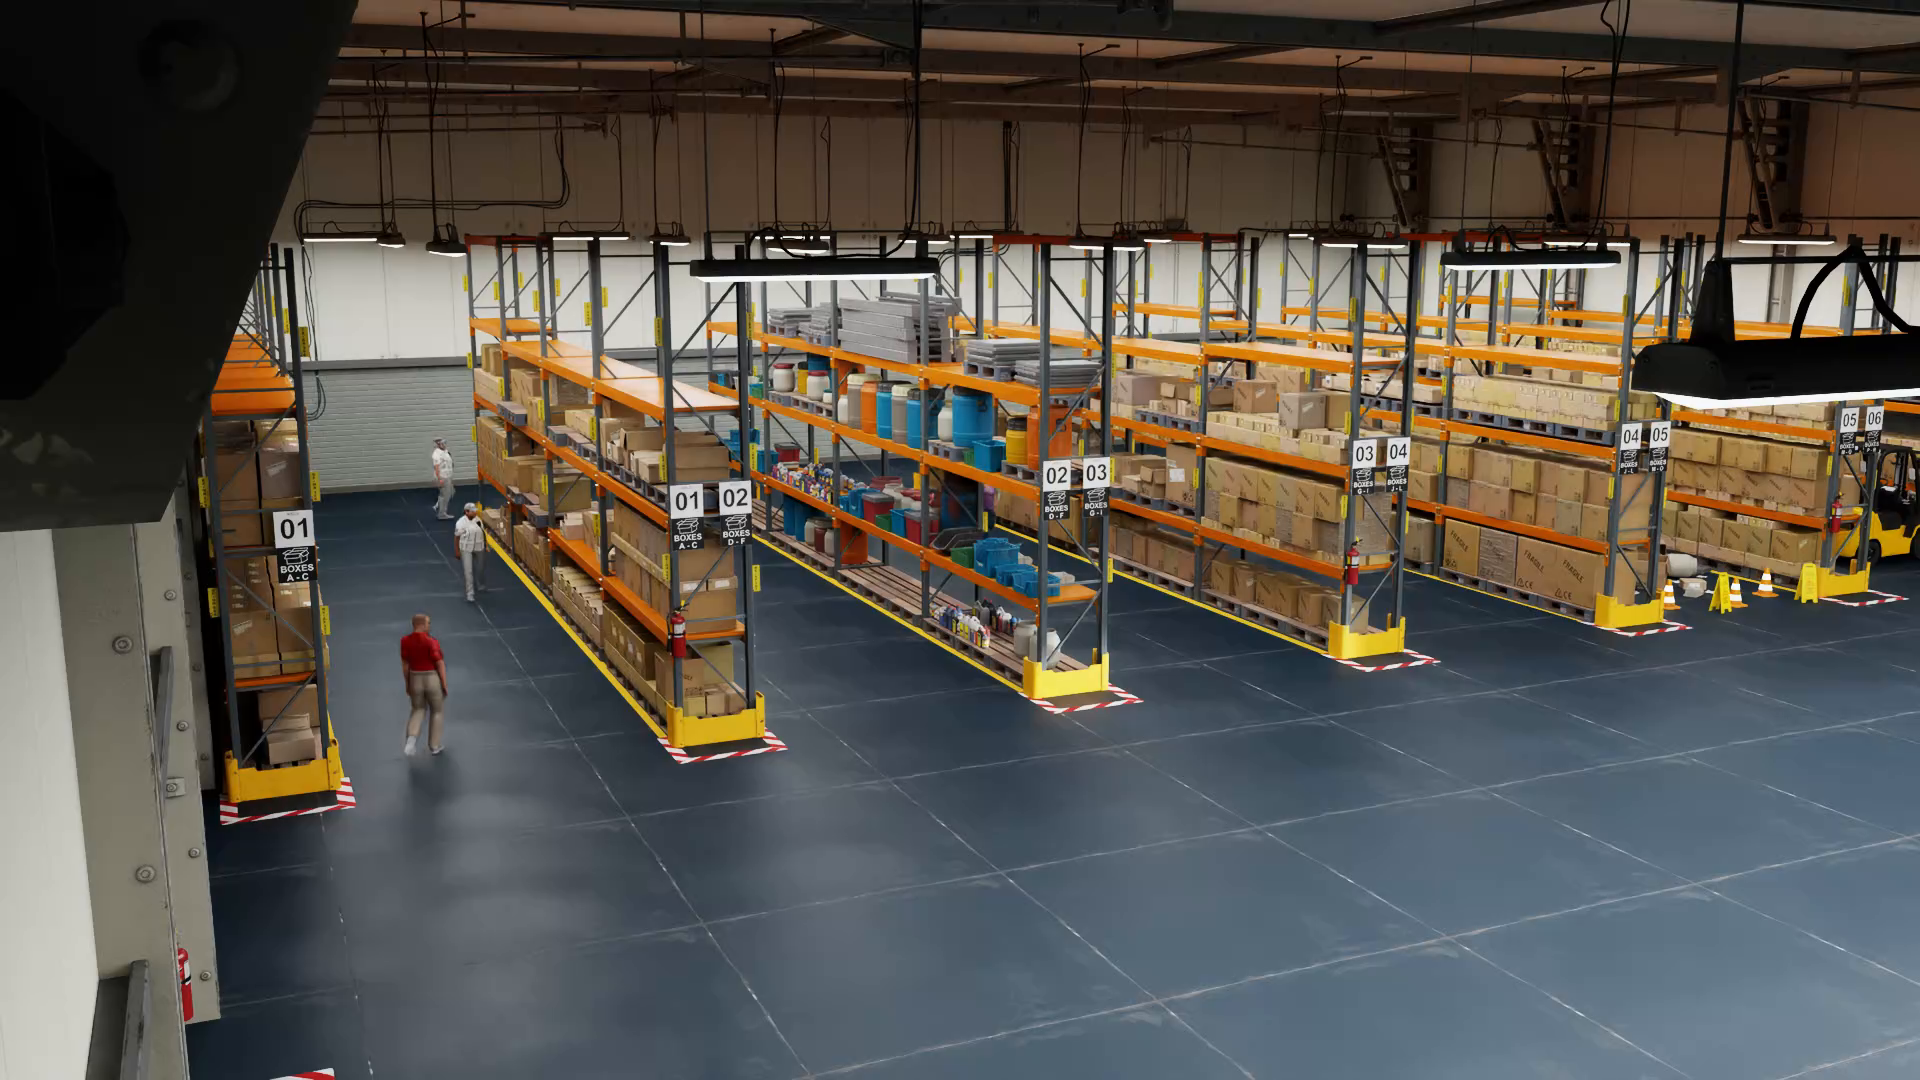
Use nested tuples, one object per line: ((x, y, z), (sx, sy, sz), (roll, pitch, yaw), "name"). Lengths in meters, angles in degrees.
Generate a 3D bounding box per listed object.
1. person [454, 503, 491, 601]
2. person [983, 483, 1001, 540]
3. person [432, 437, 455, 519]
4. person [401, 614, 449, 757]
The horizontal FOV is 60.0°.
((-8.209, 0.165, 28.003), (0.573, 1.619, 0.970), (-4, 12, -21), "person")
((0.516, -0.545, 32.185), (0.533, 1.481, 0.648), (-4, 12, -20), "person")
((-10.961, -1.317, 35.266), (0.488, 1.763, 0.589), (-5, 12, -22), "person")
((-6.334, 1.709, 19.711), (0.551, 1.719, 0.539), (1, 11, 6), "person")
